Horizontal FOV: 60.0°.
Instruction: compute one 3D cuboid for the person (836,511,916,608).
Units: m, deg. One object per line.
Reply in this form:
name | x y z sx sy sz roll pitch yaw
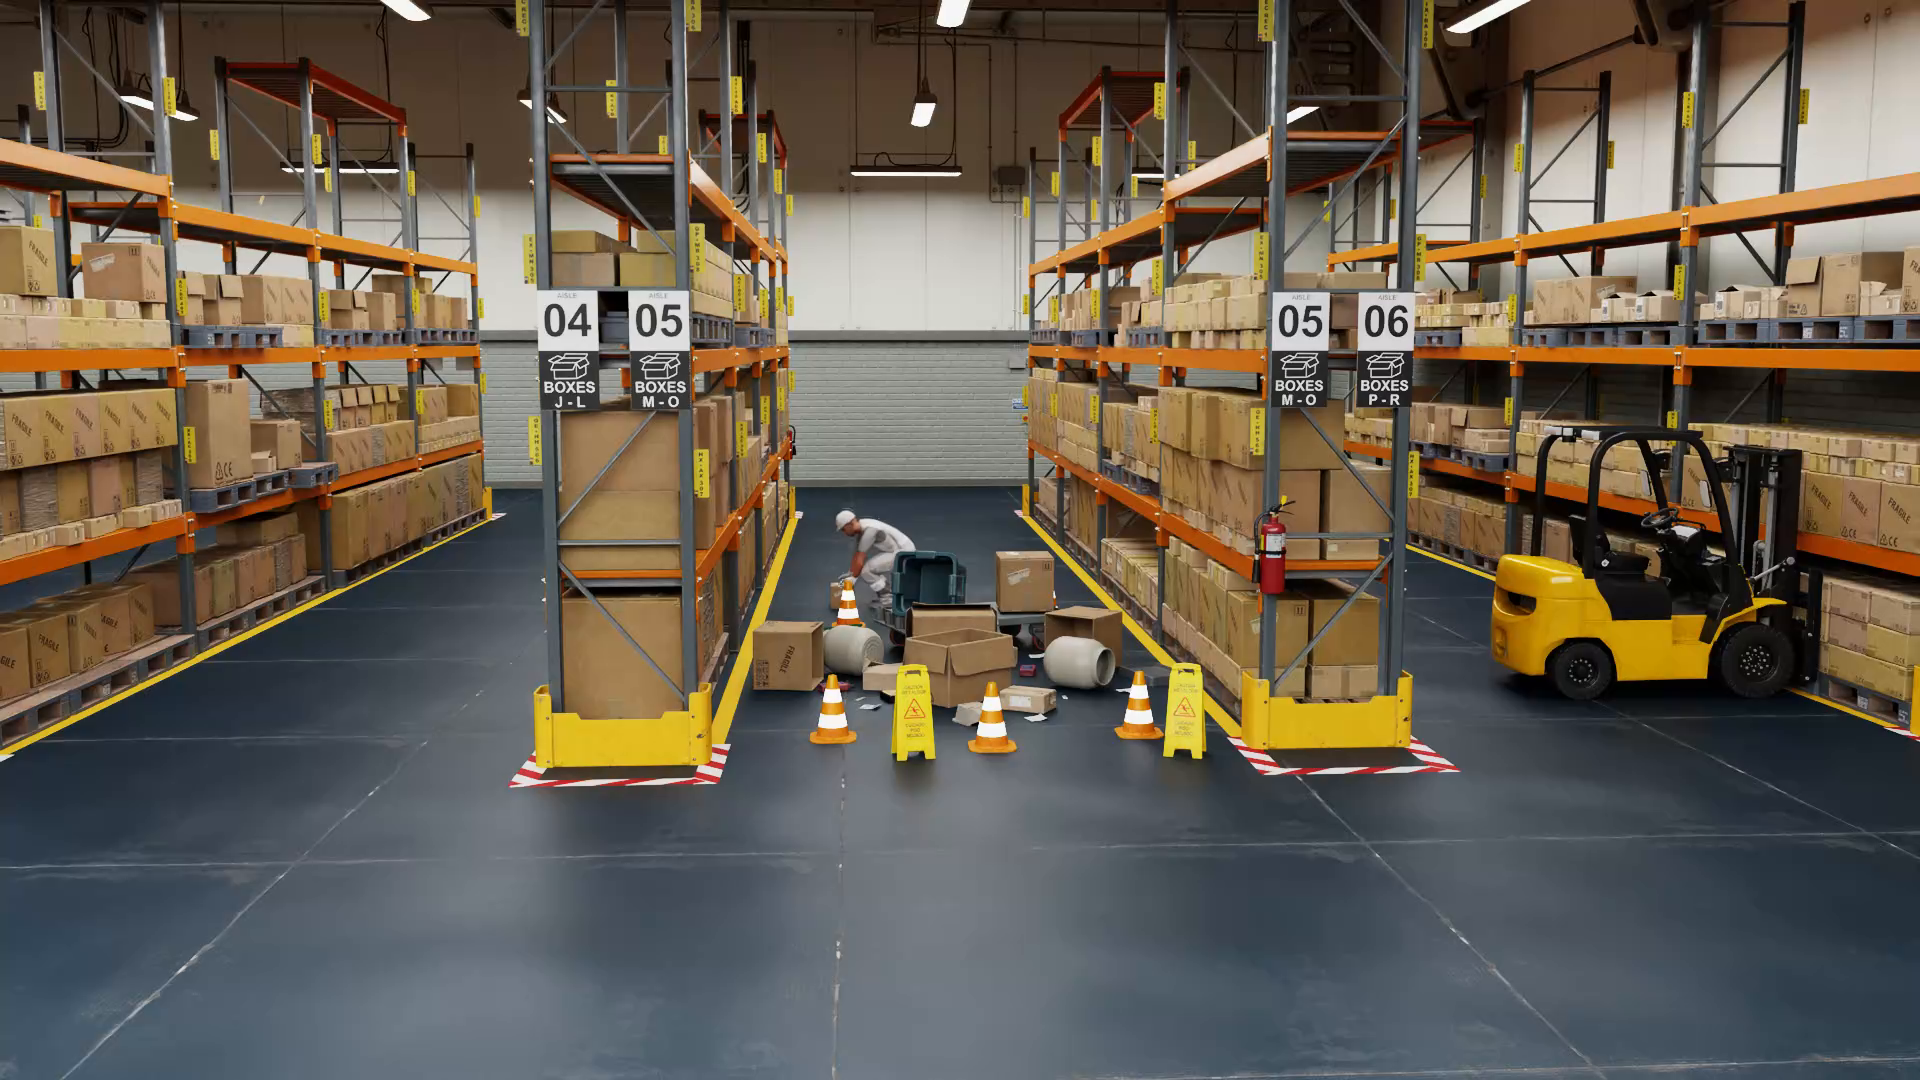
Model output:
person | -0.908 0.205 17.996 0.870 1.065 0.578 0 7 -4
